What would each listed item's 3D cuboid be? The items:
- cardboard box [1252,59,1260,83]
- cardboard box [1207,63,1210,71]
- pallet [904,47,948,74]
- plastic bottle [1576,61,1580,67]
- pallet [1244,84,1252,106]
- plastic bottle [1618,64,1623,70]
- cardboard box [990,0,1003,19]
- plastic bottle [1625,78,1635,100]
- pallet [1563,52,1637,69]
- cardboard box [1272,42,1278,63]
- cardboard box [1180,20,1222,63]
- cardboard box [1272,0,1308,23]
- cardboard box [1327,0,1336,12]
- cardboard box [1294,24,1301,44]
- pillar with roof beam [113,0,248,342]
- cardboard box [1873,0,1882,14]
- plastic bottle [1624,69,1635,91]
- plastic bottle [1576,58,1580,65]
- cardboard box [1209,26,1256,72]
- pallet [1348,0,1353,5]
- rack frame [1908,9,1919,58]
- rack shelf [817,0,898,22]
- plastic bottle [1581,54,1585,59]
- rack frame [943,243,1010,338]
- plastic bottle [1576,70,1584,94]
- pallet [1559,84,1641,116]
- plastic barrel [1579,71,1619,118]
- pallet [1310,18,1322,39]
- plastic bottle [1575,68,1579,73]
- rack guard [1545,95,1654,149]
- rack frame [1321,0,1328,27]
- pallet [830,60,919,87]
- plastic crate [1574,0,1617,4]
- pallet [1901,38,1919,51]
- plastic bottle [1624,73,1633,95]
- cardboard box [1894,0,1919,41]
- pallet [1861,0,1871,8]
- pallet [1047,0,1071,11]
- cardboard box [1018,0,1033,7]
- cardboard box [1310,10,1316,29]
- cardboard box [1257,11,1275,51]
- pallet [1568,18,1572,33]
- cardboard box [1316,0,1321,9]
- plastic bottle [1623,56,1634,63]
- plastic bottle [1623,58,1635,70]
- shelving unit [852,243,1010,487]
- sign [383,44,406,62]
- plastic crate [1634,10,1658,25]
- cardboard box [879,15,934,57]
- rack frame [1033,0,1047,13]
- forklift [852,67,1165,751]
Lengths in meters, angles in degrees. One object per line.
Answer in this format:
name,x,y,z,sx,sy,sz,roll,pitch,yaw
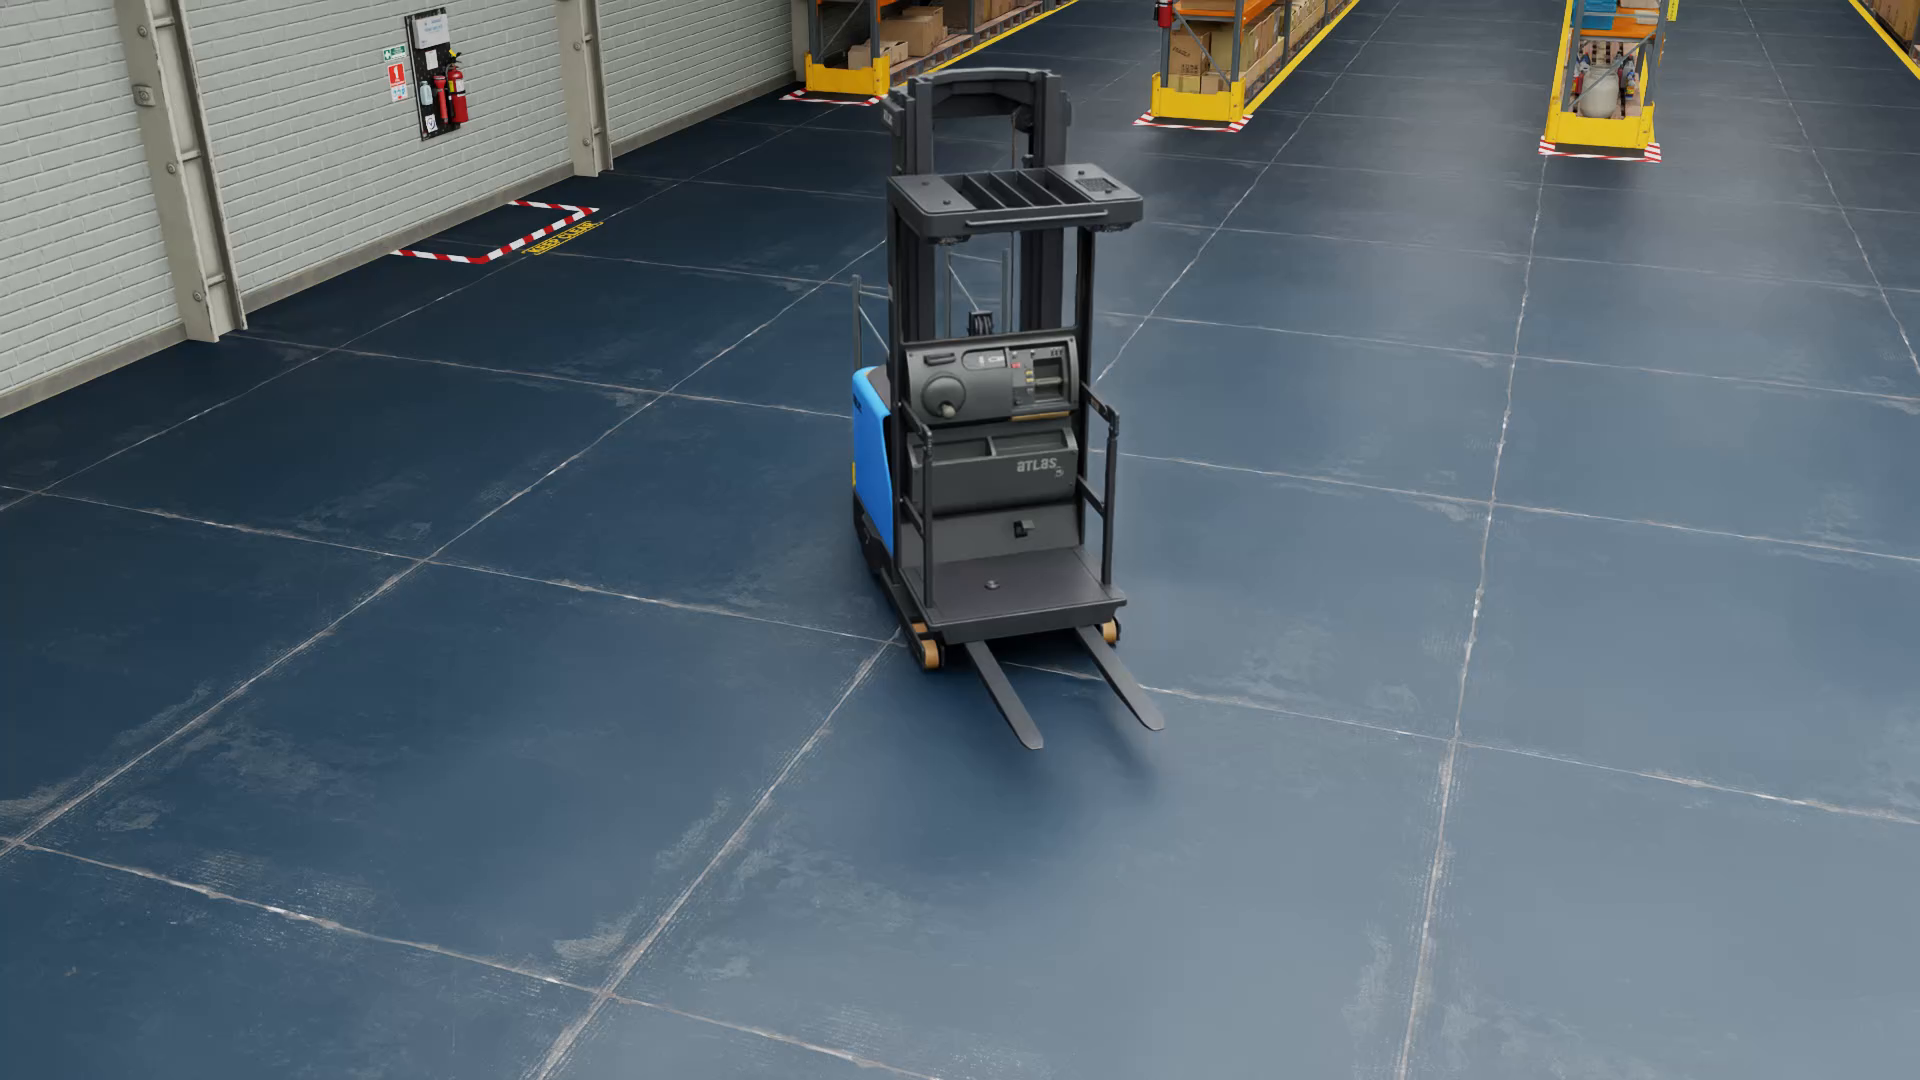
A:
cardboard box,3.800,-6.419,22.738,0.500,0.250,0.500,9,27,17
cardboard box,3.137,-6.290,22.472,0.500,0.250,0.500,9,27,17
pallet,-0.854,-7.189,24.856,1.003,0.211,1.213,9,27,17
plastic bottle,8.347,-6.347,22.542,0.097,0.271,0.097,0,26,0
pallet,3.297,-5.933,22.262,1.003,0.211,1.213,9,27,17
plastic bottle,8.864,-6.253,22.336,0.061,0.283,0.133,9,27,17
cardboard box,0.302,-9.030,27.821,0.700,0.500,0.500,9,27,18
plastic bottle,8.649,-5.818,21.450,0.097,0.271,0.097,0,26,0
pallet,9.308,-6.865,24.187,1.003,0.211,1.213,9,27,17
cardboard box,4.289,-7.037,24.015,0.500,0.250,0.500,9,27,17
cardboard box,3.299,-6.833,22.734,0.500,0.500,0.500,9,27,17
cardboard box,5.128,-8.267,25.912,0.500,0.311,0.500,8,27,16
cardboard box,6.165,-9.374,28.532,0.500,0.500,0.500,10,28,20
cardboard box,4.952,-7.803,25.597,0.500,0.250,0.500,9,27,19
pillar with roof beam,-2.107,-5.142,10.544,9.100,9.000,0.400,9,27,17
cardboard box,16.222,-9.328,28.030,1.225,0.875,0.875,9,27,18
plastic bottle,8.864,-6.083,21.998,0.097,0.271,0.097,0,26,0
plastic bottle,8.360,-6.448,22.661,0.144,0.351,0.185,8,27,15
cardboard box,3.635,-6.551,22.150,0.500,0.500,0.500,9,27,17
pallet,6.840,-10.204,31.084,1.003,0.211,1.213,9,27,17
rack frame,15.085,-8.717,24.812,1.000,3.000,0.127,9,27,17
rack shelf,-0.925,-8.083,24.327,1.077,0.370,4.000,9,27,17
plastic bottle,8.582,-6.548,22.944,0.061,0.283,0.133,9,27,17
rack frame,0.108,-1.255,11.121,0.500,1.500,0.032,16,30,29
plastic bottle,8.160,-6.026,21.866,0.061,0.283,0.133,9,27,17
pallet,8.416,-5.764,21.912,1.003,0.211,1.213,9,27,17
plastic barrel,7.899,-5.499,20.538,0.421,0.512,0.421,0,26,0
pallet,5.433,-8.568,27.703,1.003,0.211,1.213,9,27,17
plastic bottle,8.105,-6.095,22.017,0.152,0.276,0.135,8,27,16
rack guard,7.733,-5.061,20.129,1.175,0.500,0.348,9,27,17
rack frame,5.744,-10.155,27.783,1.000,3.000,0.127,9,27,17
pallet,-1.262,-6.690,23.824,1.003,0.211,1.213,9,27,17
plastic crate,7.858,-6.596,20.602,0.499,0.251,0.408,9,27,17
pallet,15.418,-7.775,26.067,1.003,0.211,1.213,9,27,17
plastic bottle,8.763,-5.959,21.741,0.097,0.271,0.097,0,26,0
cardboard box,15.334,-8.231,25.763,1.225,0.875,0.875,7,27,15
pallet,17.147,-9.910,30.476,1.003,0.211,1.213,9,27,17
pallet,1.405,-9.930,30.517,1.003,0.211,1.213,9,27,17
cardboard box,0.881,-9.642,29.085,0.700,0.500,0.500,9,27,18
cardboard box,5.461,-8.437,26.906,0.500,0.250,0.500,9,27,19
cardboard box,4.125,-7.169,23.426,0.500,0.500,0.500,9,27,17
pallet,10.637,-8.511,27.585,1.003,0.211,1.213,9,27,17
cardboard box,5.635,-8.894,27.207,0.500,0.311,0.500,8,27,17
plastic bottle,9.140,-6.491,22.749,0.144,0.351,0.185,8,27,16
plastic bottle,8.969,-6.279,22.312,0.144,0.351,0.185,9,27,17
shelving unit,-0.162,-1.072,10.744,0.587,1.500,1.083,16,30,29
sign,-5.300,-4.565,15.587,0.001,0.109,0.331,9,27,17
plastic crate,8.353,-6.350,20.226,0.298,0.136,0.250,9,27,17
cardboard box,-0.794,-7.457,24.574,0.700,0.500,0.500,7,27,14
rack frame,1.072,-10.872,29.263,1.000,3.000,0.127,9,27,17
forklift,0.236,-0.818,8.576,1.130,2.935,3.031,-7,27,-14
